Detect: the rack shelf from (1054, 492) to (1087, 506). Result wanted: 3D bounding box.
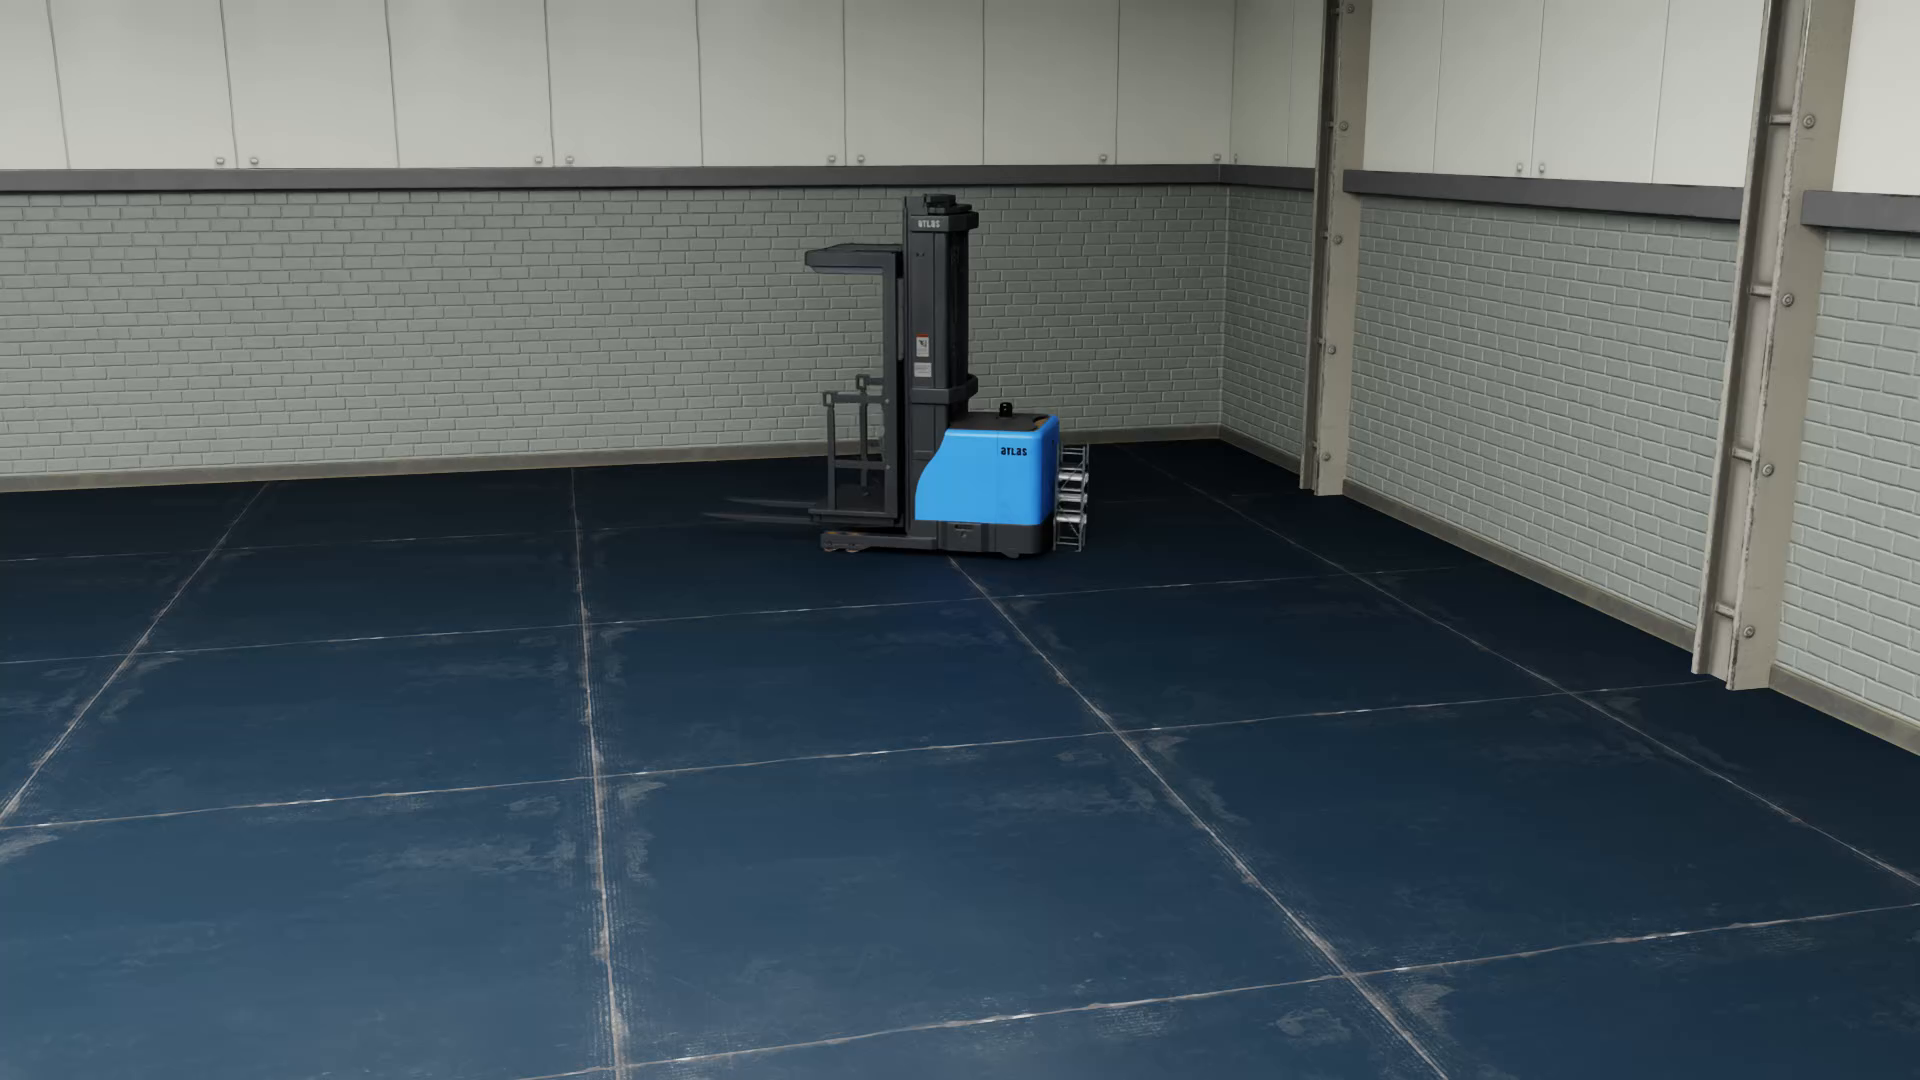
[{"bbox_3d":[0.937,-0.339,14.046,0.258,0.077,0.200,5,14,12],"label":"rack shelf"}]

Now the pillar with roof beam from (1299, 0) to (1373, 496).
[{"bbox_3d":[-0.610,-4.617,14.364,9.100,9.000,0.400,-3,14,-13],"label":"pillar with roof beam"}]

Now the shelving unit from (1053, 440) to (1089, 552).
[{"bbox_3d":[0.938,-0.372,14.038,0.258,0.900,0.210,5,14,12],"label":"shelving unit"}]

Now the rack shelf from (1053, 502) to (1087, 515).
[{"bbox_3d":[0.935,-0.252,14.068,0.258,0.077,0.200,5,14,12],"label":"rack shelf"}]

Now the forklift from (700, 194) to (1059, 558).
[{"bbox_3d":[-0.705,-1.433,14.117,3.031,2.935,1.130,3,14,12],"label":"forklift"}]

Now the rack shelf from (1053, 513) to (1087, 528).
[{"bbox_3d":[0.932,-0.165,14.090,0.258,0.077,0.200,5,14,12],"label":"rack shelf"}]

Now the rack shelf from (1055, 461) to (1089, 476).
[{"bbox_3d":[0.943,-0.601,13.980,0.258,0.077,0.200,5,14,12],"label":"rack shelf"}]

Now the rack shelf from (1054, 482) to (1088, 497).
[{"bbox_3d":[0.939,-0.427,14.024,0.258,0.077,0.200,5,14,12],"label":"rack shelf"}]

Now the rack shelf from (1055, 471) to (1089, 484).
[{"bbox_3d":[0.941,-0.514,14.002,0.258,0.077,0.200,5,14,12],"label":"rack shelf"}]

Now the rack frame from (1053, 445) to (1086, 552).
[{"bbox_3d":[0.915,-0.348,13.941,0.240,0.900,0.006,5,14,12],"label":"rack frame"}]

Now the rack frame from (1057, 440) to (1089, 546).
[{"bbox_3d":[0.960,-0.395,14.134,0.240,0.900,0.006,5,14,12],"label":"rack frame"}]

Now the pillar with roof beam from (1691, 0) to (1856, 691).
[{"bbox_3d":[0.800,-3.233,8.698,9.100,9.000,0.400,-3,14,-13],"label":"pillar with roof beam"}]
